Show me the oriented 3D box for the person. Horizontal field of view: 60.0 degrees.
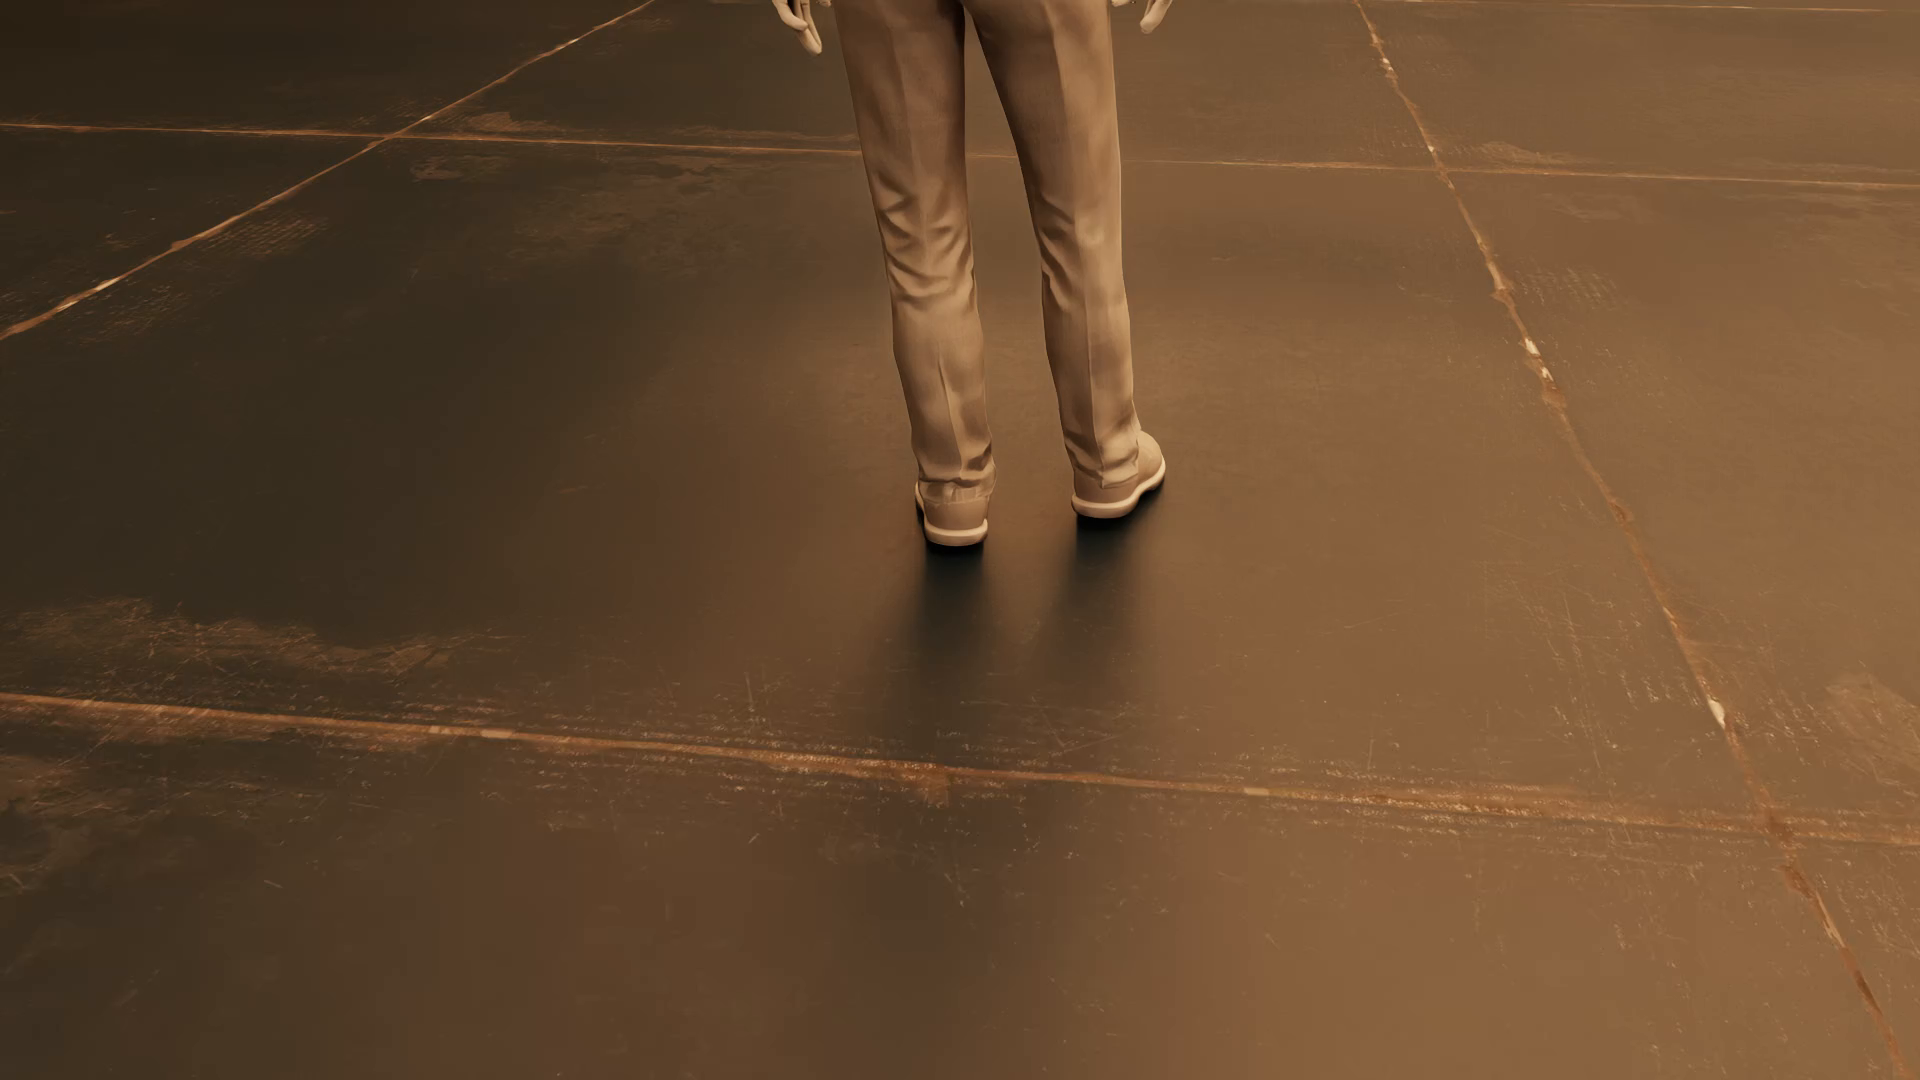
[{"bbox_3d":[0.015,-0.795,2.179,0.587,1.695,0.531,3,27,7],"label":"person"}]
